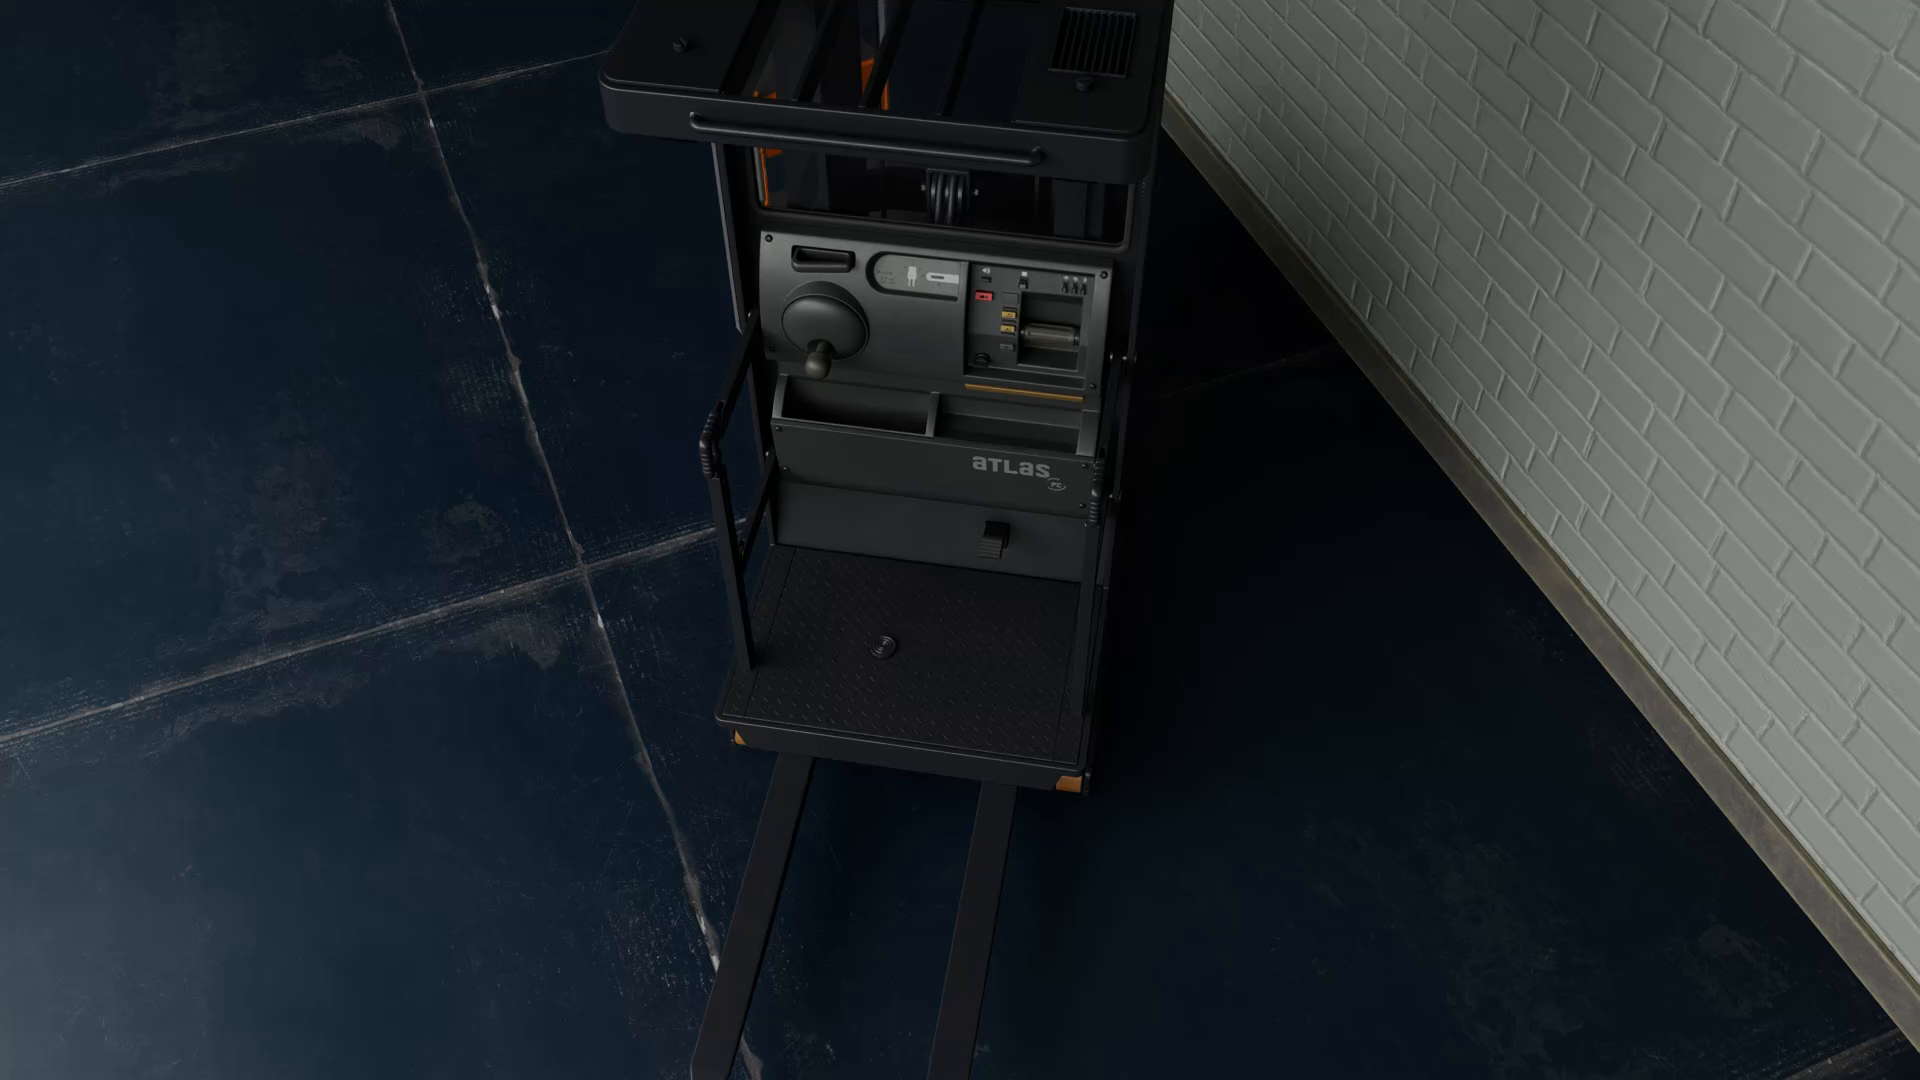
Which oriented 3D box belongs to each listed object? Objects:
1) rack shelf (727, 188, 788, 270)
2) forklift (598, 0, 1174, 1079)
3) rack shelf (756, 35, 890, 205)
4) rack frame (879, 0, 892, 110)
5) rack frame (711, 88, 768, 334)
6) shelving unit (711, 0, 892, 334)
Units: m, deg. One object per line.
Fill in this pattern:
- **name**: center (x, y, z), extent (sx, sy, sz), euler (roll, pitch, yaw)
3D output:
- **rack shelf**: center (-0.550, -1.018, 6.181), extent (0.480, 0.518, 0.431), euler (-25, 54, -20)
- **forklift**: center (-0.103, -0.489, 4.238), extent (1.130, 2.935, 3.031), euler (7, 50, 6)
- **rack shelf**: center (-0.550, -1.474, 5.650), extent (0.480, 0.518, 0.431), euler (-25, 54, -20)
- **rack frame**: center (-0.343, -1.581, 5.724), extent (0.015, 2.100, 0.400), euler (-25, 54, -20)
- **rack frame**: center (-0.756, -1.384, 5.555), extent (0.015, 2.100, 0.400), euler (-25, 54, -20)
- **shelving unit**: center (-0.550, -1.483, 5.639), extent (0.503, 2.100, 0.431), euler (-25, 54, -20)
